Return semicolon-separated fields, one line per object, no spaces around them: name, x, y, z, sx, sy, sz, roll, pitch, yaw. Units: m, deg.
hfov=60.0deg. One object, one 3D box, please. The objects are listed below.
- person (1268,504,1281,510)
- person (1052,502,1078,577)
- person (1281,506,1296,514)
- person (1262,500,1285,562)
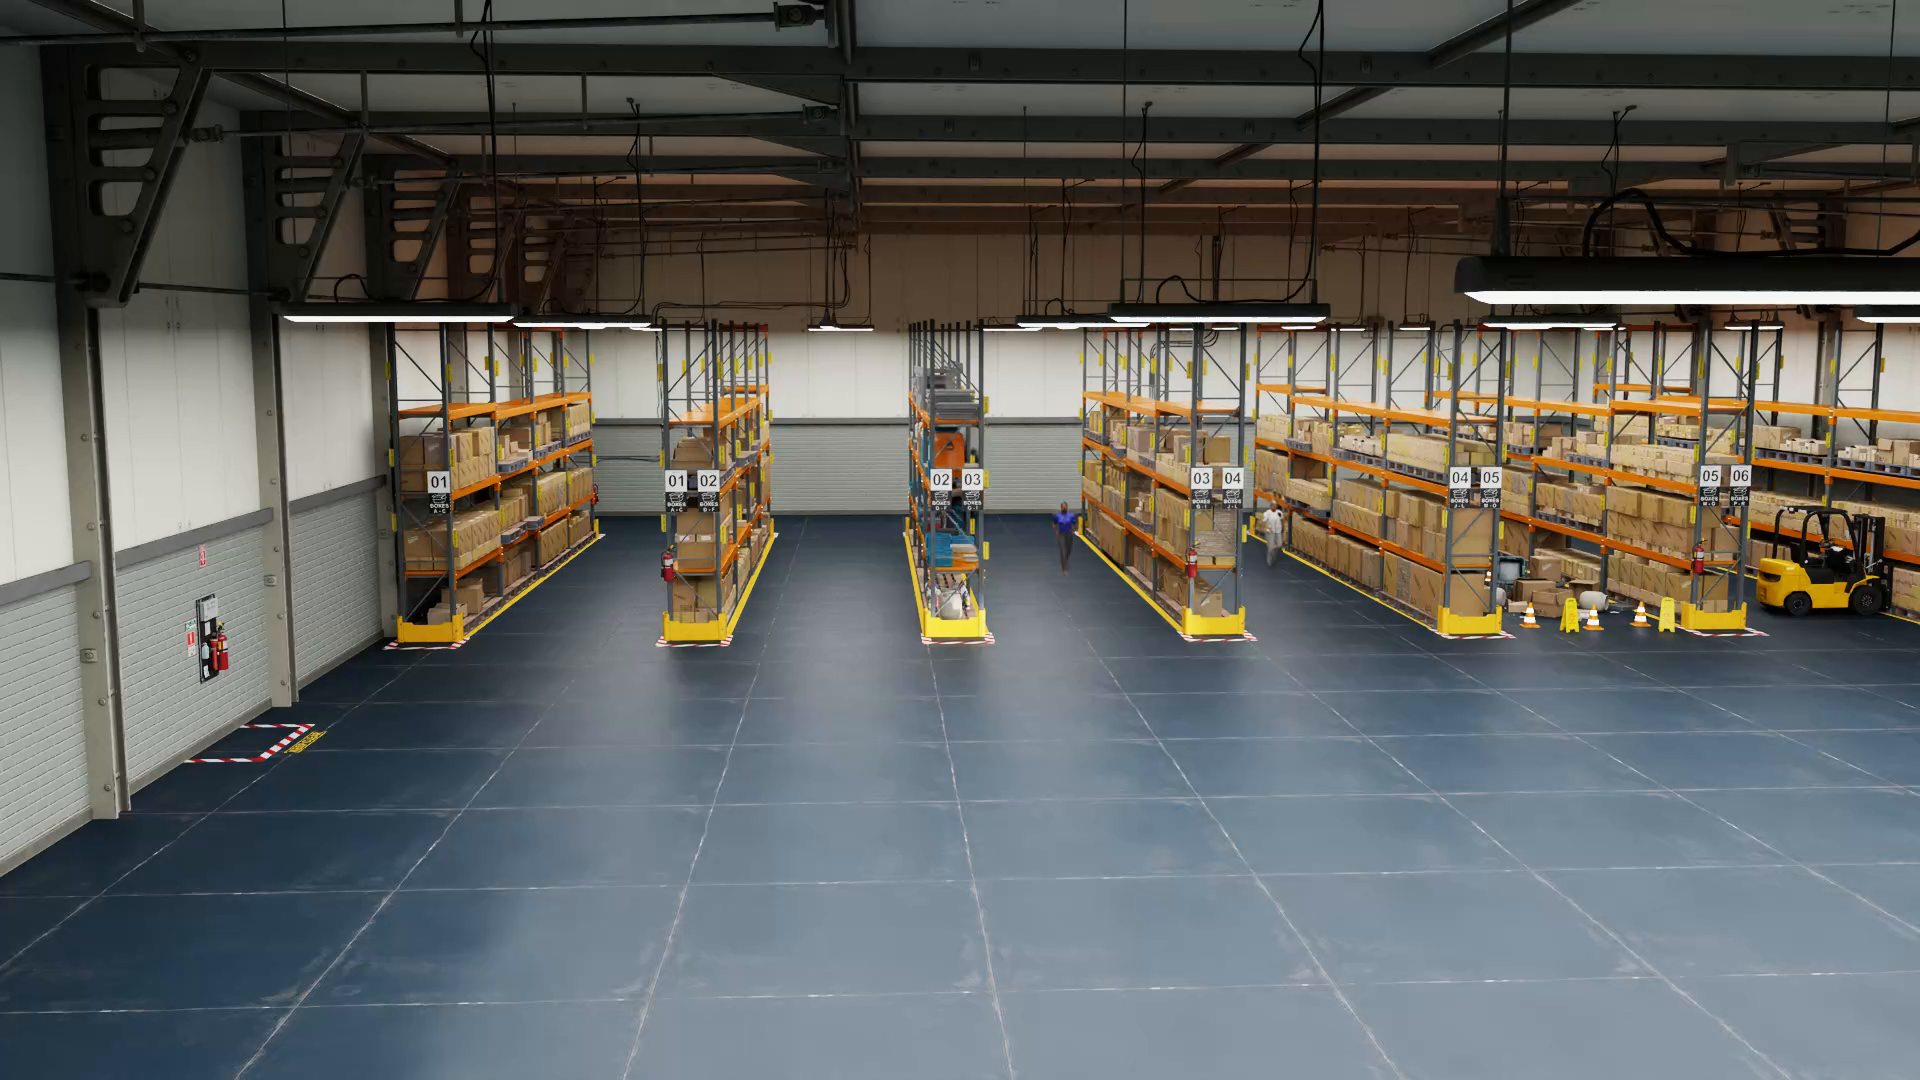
person;9.385;-1.187;49.268;0.675;1.671;0.665;0;7;2
person;2.392;-0.034;37.778;0.574;1.676;0.736;-1;7;-4
person;9.702;-1.181;49.004;0.788;1.727;0.548;-5;9;-38
person;7.793;-0.206;41.226;0.591;1.562;0.529;0;7;-1
